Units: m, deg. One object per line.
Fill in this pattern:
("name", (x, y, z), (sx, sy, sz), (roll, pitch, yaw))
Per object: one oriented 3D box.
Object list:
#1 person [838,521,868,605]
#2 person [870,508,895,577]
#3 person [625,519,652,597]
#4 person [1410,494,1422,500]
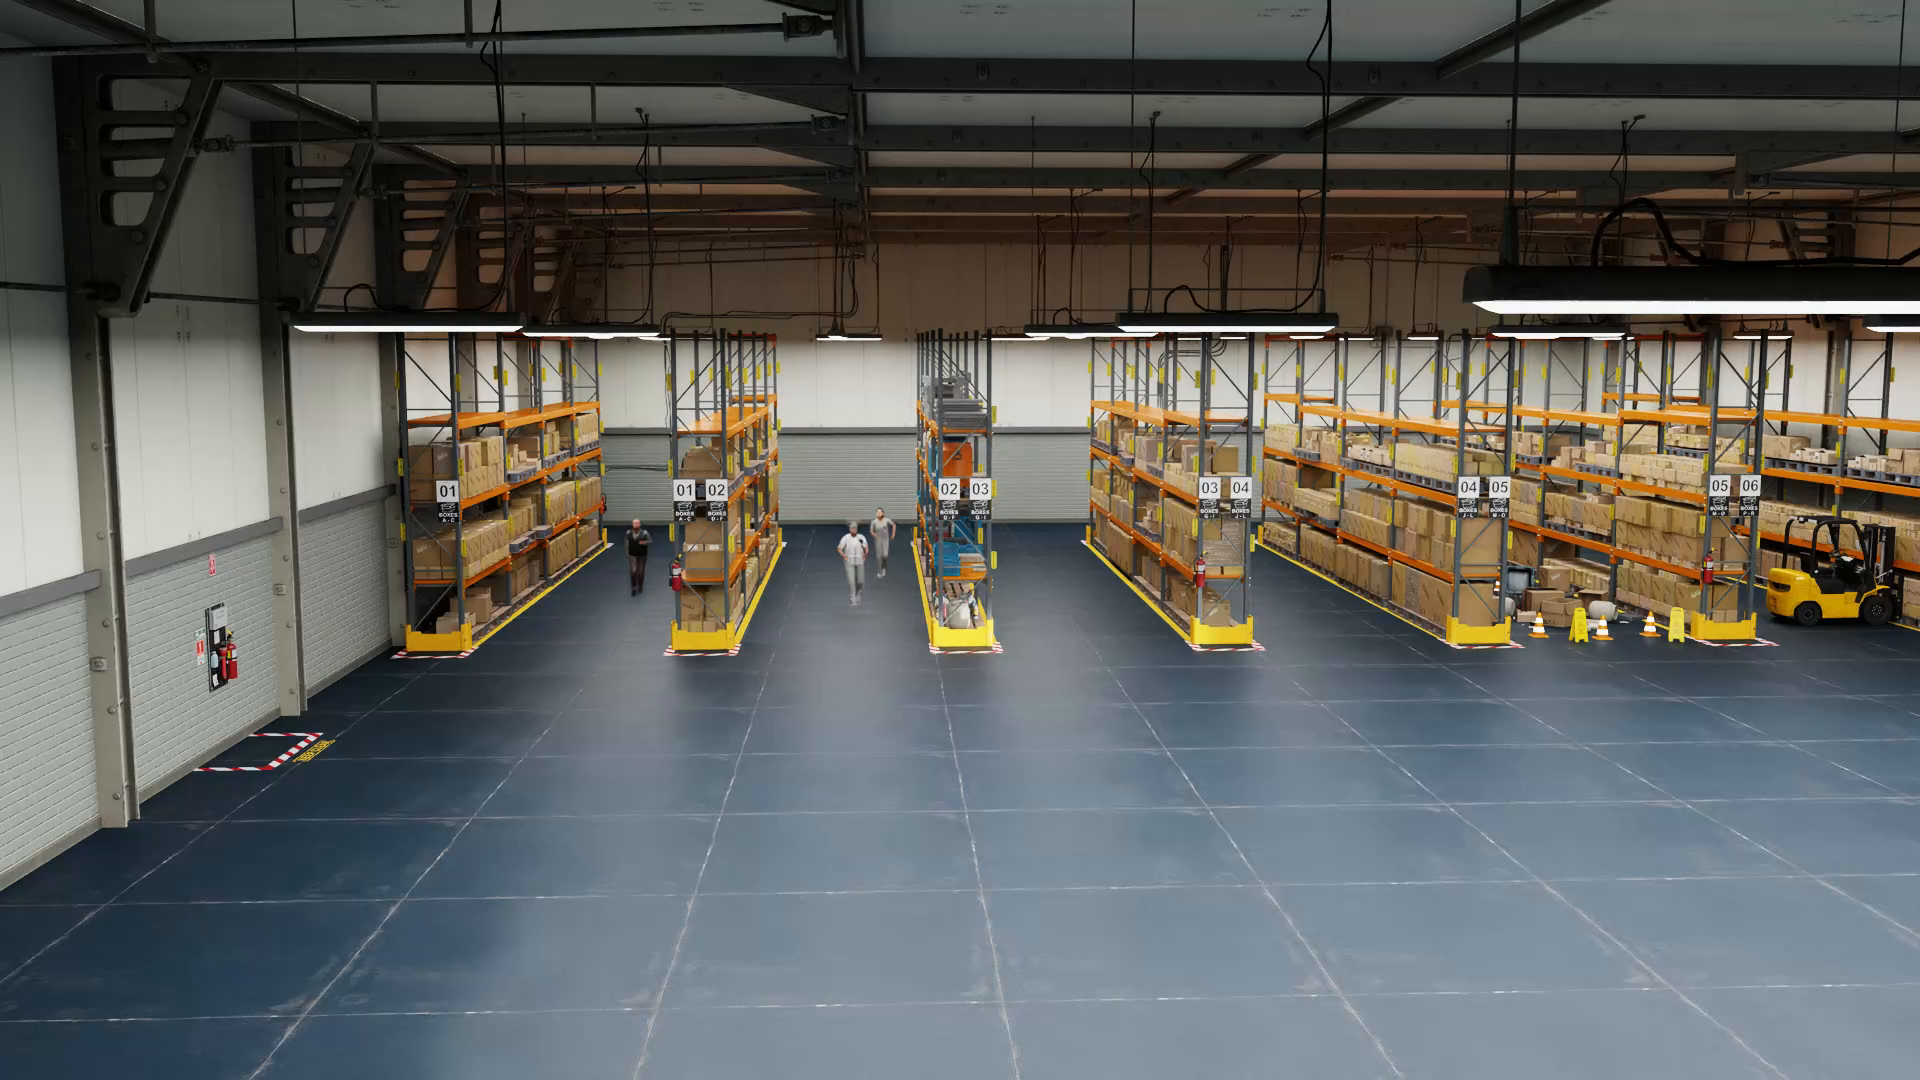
("person", (-2.217, 0.484, 34.776), (0.661, 1.771, 0.579), (-2, 7, -13))
("person", (-1.803, 0.065, 38.664), (0.585, 1.643, 0.731), (0, 7, 1))
("person", (-7.343, 0.407, 38.020), (0.628, 1.792, 0.781), (-1, 7, -6))
("person", (13.593, -0.872, 49.500), (0.632, 1.572, 0.634), (1, 7, 11))
